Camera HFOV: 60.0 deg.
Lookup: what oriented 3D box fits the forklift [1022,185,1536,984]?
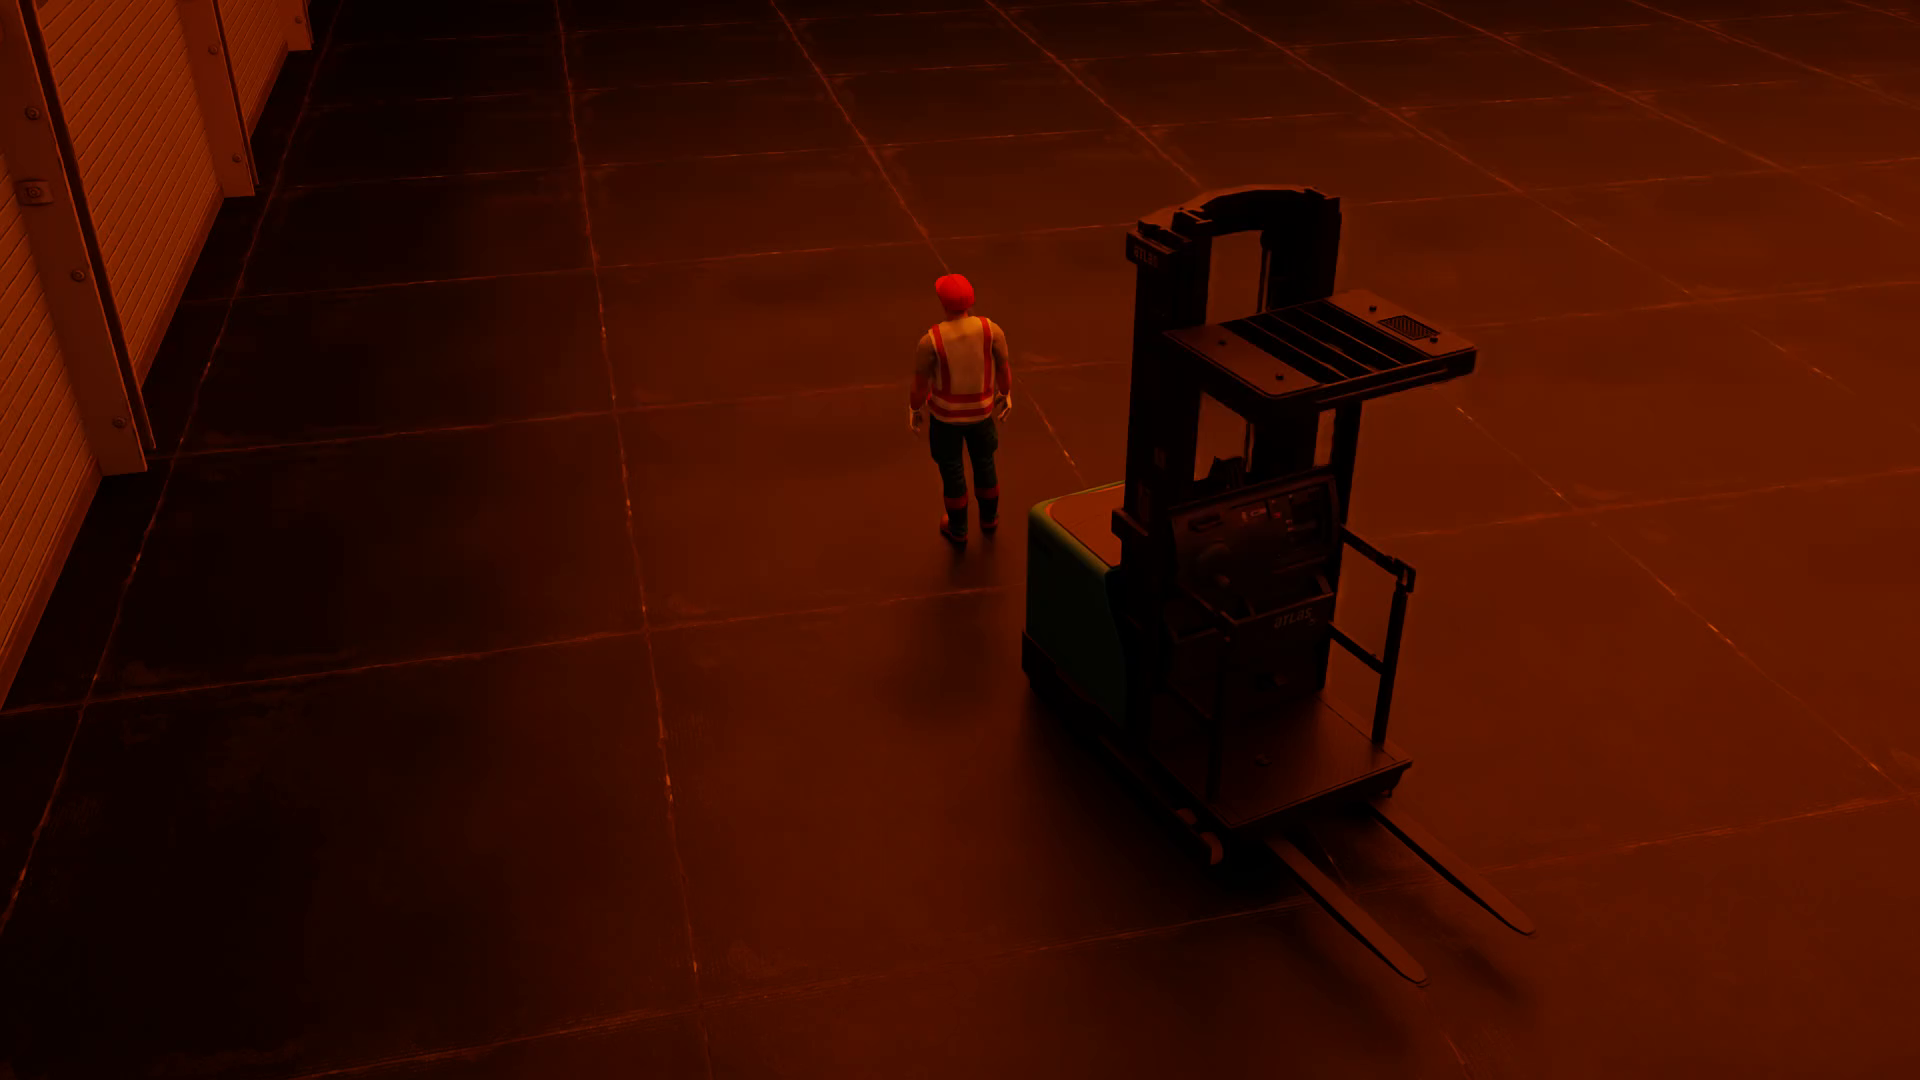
[{"bbox_3d":[1.476,0.013,7.553,1.130,2.935,3.031,-15,33,-24],"label":"forklift"}]

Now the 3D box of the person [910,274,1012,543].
[{"bbox_3d":[-0.009,-0.821,10.119,0.638,1.789,0.562,-7,31,-12],"label":"person"}]
